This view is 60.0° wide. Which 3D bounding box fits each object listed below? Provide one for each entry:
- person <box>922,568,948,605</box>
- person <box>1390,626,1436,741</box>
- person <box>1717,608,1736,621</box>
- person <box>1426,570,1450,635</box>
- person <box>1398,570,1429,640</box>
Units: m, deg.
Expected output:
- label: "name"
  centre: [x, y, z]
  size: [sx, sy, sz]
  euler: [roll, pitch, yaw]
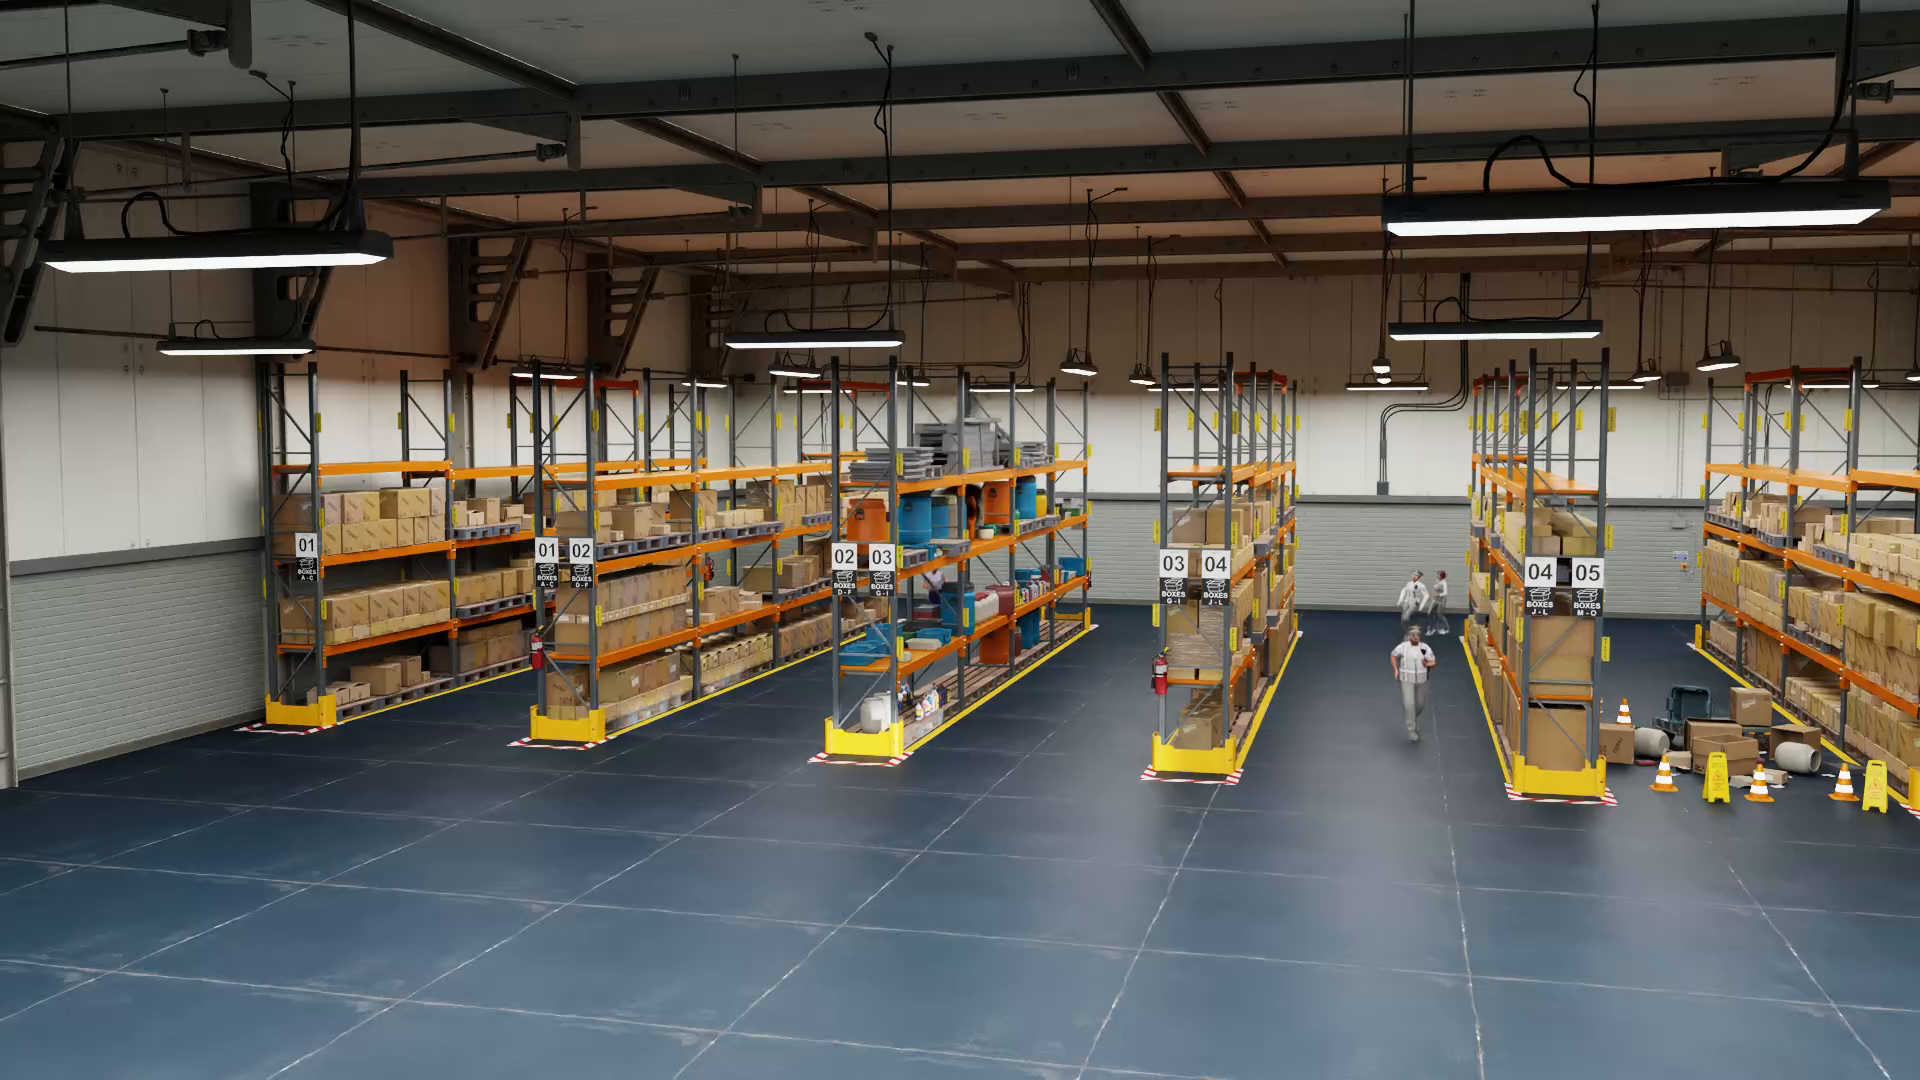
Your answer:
- label: "person"
  centre: [-0.613, 1.359, 40.755]
  size: [0.648, 1.621, 0.743]
  euler: [-1, 4, -13]
- label: "person"
  centre: [7.221, 2.235, 26.452]
  size: [0.662, 1.763, 0.989]
  euler: [0, 4, 2]
- label: "person"
  centre: [17.536, 1.424, 38.026]
  size: [0.698, 1.770, 0.927]
  euler: [-4, 5, -42]
- label: "person"
  centre: [11.320, 1.503, 39.074]
  size: [0.642, 1.615, 0.595]
  euler: [-1, 4, -19]
- label: "person"
  centre: [10.376, 1.499, 38.268]
  size: [0.550, 1.644, 0.670]
  euler: [-3, 5, -33]
